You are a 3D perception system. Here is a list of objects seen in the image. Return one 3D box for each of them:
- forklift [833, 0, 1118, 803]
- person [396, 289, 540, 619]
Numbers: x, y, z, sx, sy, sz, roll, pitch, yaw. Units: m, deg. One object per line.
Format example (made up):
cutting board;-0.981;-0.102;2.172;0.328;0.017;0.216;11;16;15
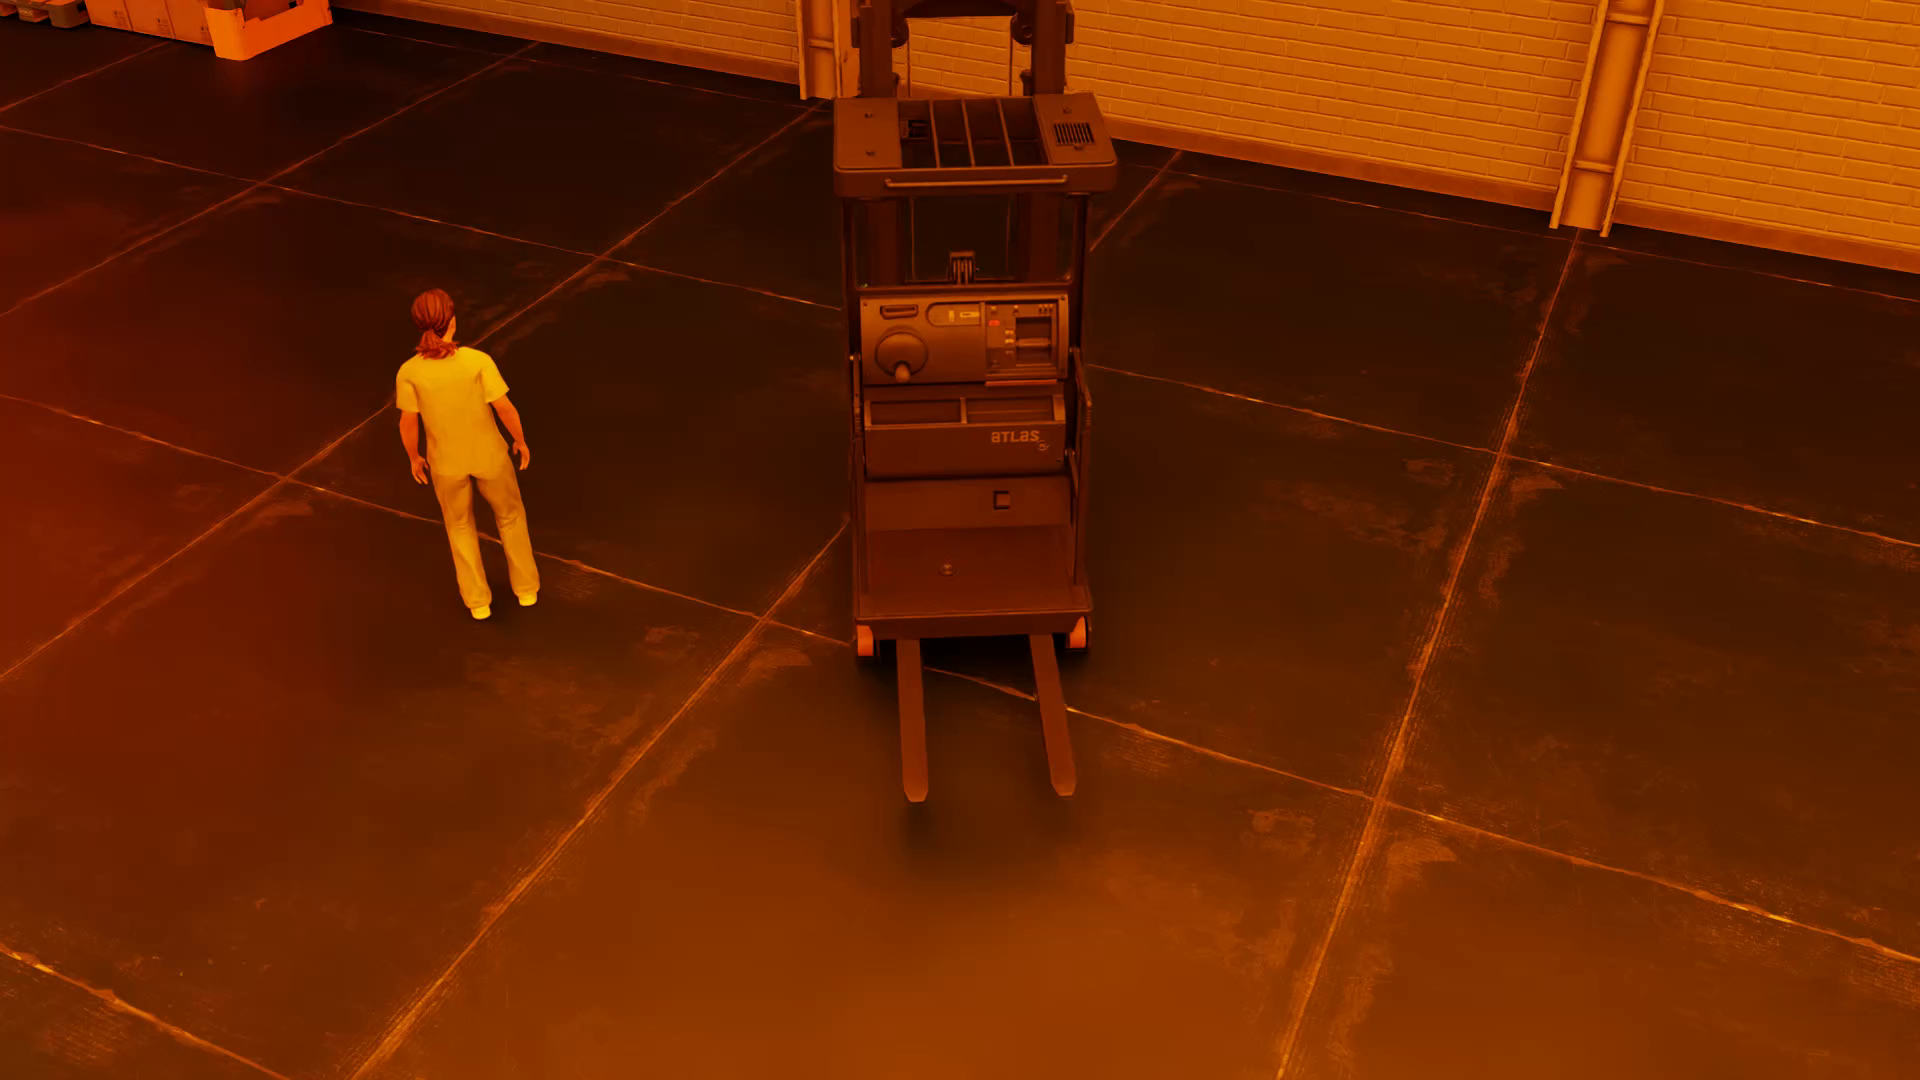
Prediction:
forklift;0.037;-0.839;7.263;1.130;2.935;3.031;-2;36;-3
person;-2.280;-0.391;7.721;0.540;1.670;0.387;-9;36;-12
